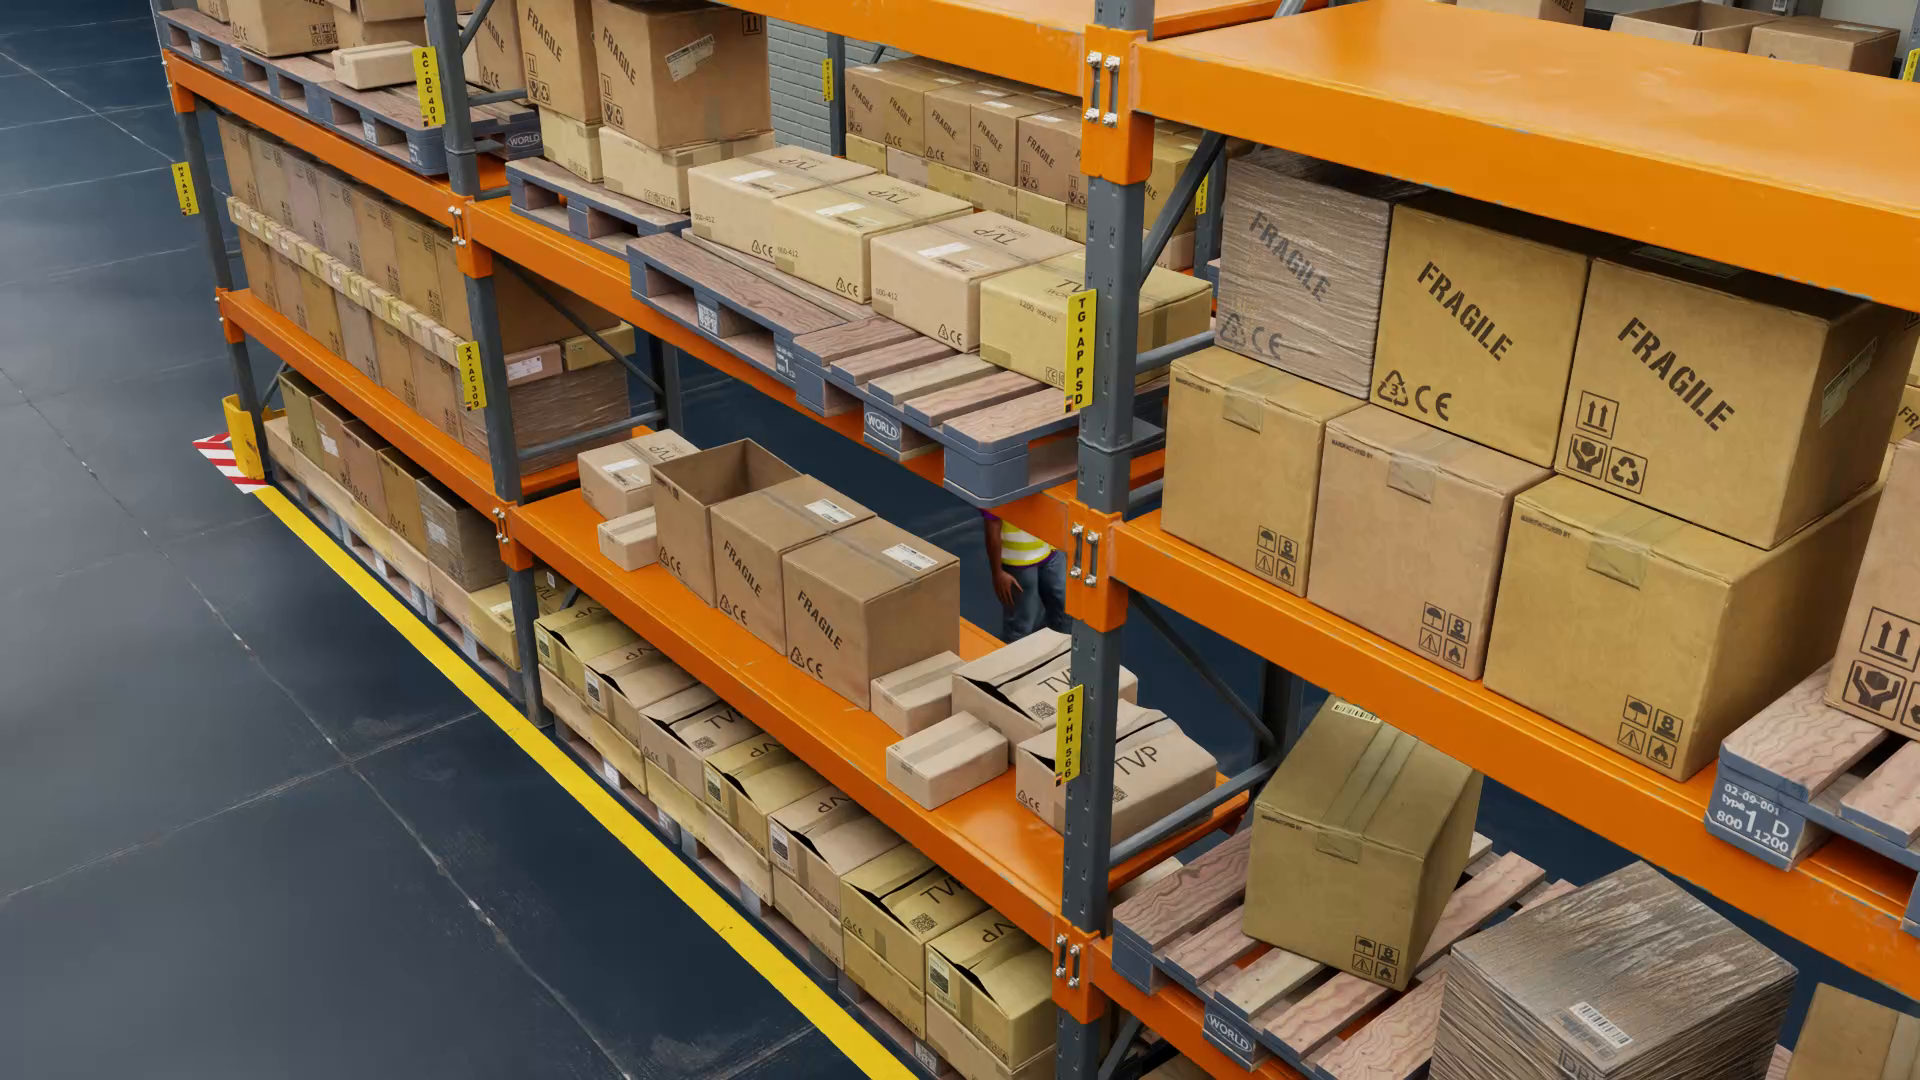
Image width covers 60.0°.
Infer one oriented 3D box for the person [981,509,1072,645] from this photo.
[{"bbox_3d":[0.353,0.085,8.464,0.391,1.808,0.587,18,33,31],"label":"person"}]
